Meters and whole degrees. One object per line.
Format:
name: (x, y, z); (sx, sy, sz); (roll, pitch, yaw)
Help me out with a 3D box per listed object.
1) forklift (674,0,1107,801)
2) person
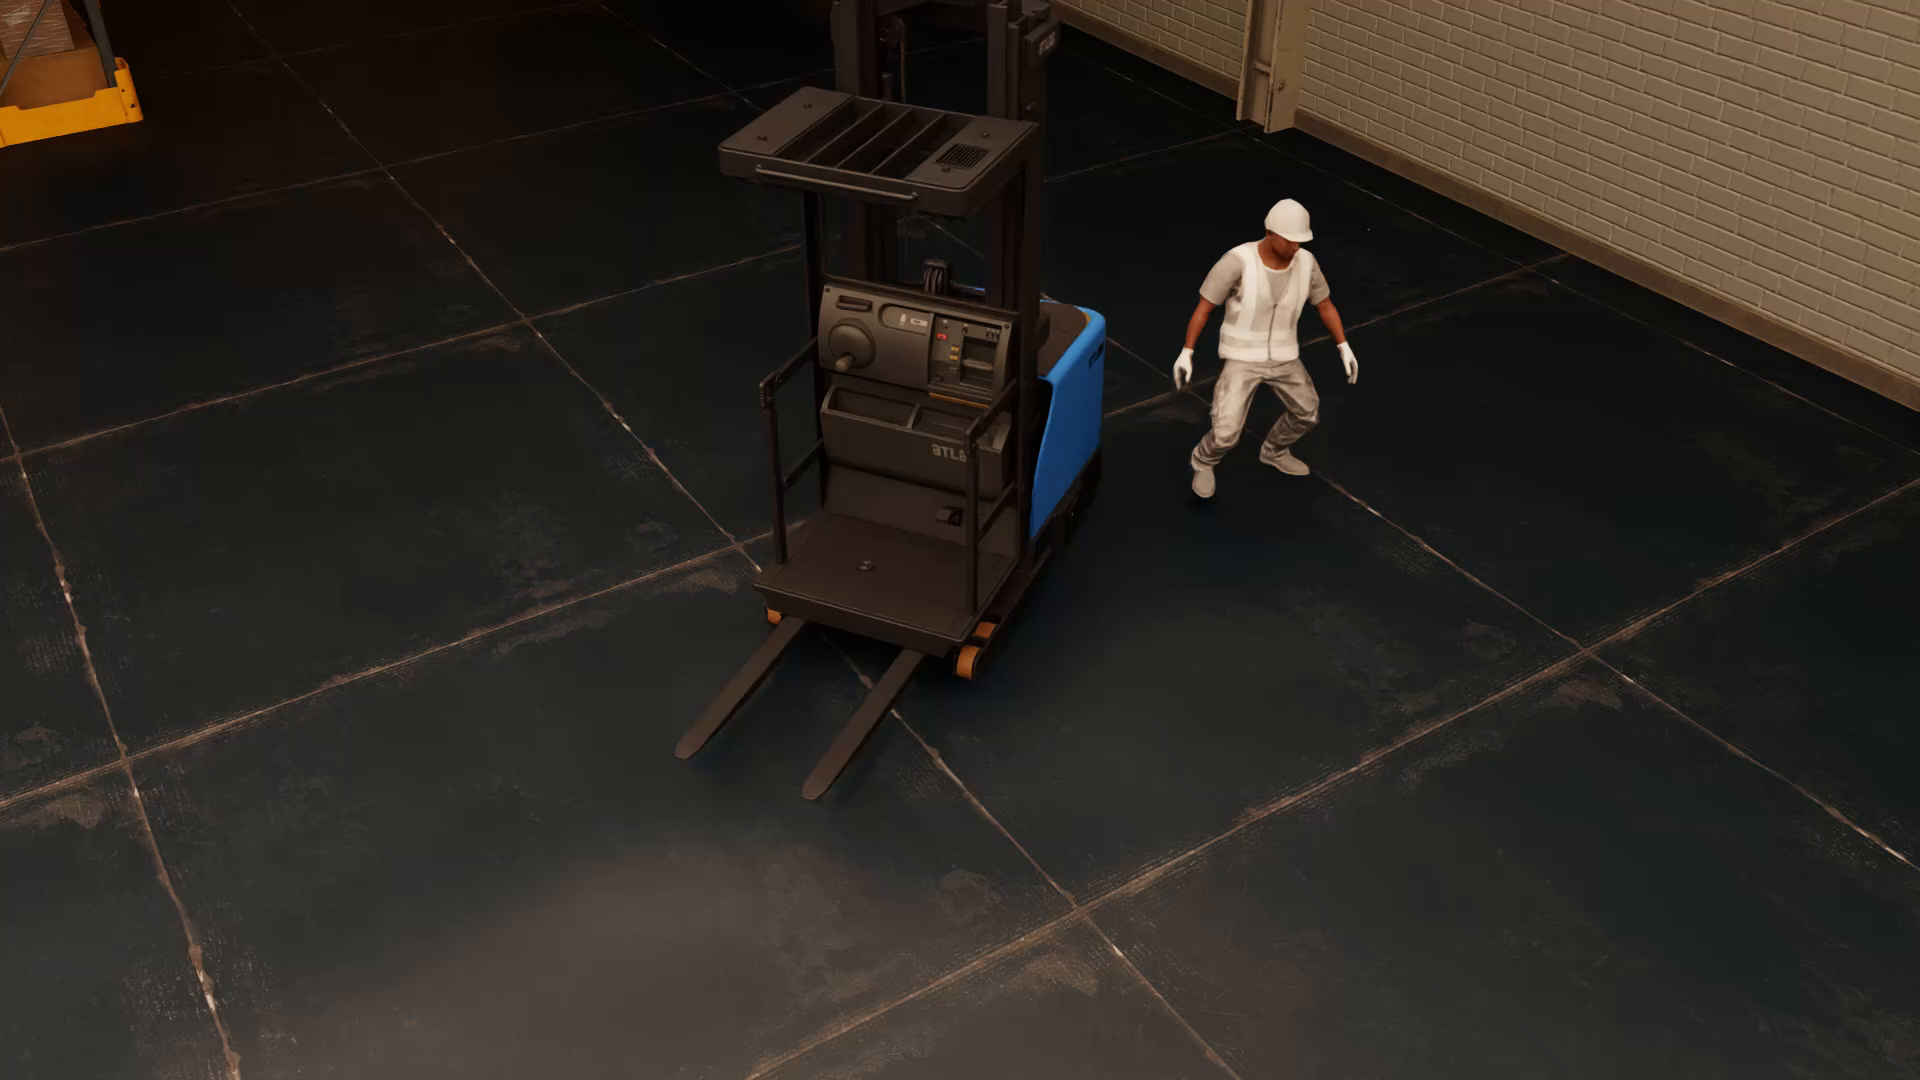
forklift: (-0.293, -0.827, 7.325); (1.130, 2.935, 3.031); (14, 38, 19)
person: (1.580, -0.966, 8.633); (0.957, 1.671, 0.573); (-7, 36, -10)
